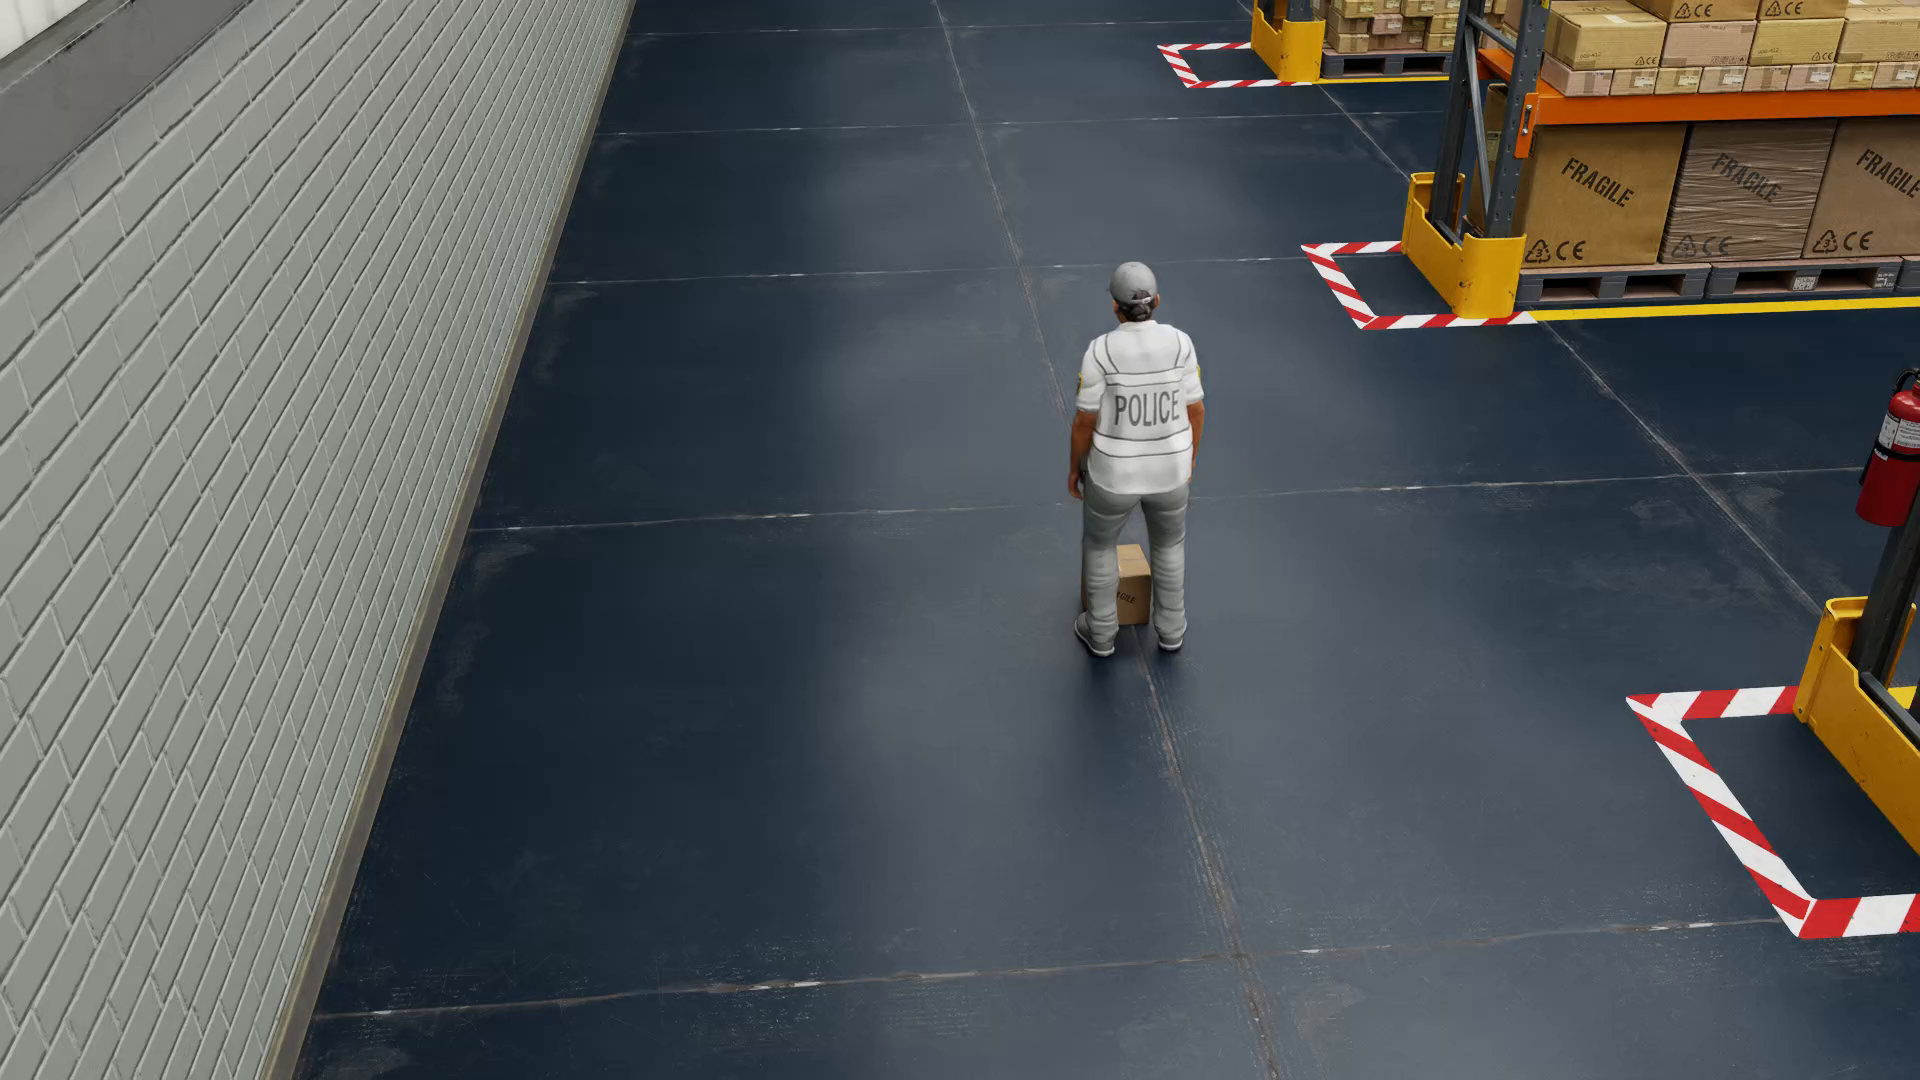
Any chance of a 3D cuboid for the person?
[{"bbox_3d":[0.702,-0.296,6.614,0.564,1.666,0.468,-5,32,-7],"label":"person"}]
